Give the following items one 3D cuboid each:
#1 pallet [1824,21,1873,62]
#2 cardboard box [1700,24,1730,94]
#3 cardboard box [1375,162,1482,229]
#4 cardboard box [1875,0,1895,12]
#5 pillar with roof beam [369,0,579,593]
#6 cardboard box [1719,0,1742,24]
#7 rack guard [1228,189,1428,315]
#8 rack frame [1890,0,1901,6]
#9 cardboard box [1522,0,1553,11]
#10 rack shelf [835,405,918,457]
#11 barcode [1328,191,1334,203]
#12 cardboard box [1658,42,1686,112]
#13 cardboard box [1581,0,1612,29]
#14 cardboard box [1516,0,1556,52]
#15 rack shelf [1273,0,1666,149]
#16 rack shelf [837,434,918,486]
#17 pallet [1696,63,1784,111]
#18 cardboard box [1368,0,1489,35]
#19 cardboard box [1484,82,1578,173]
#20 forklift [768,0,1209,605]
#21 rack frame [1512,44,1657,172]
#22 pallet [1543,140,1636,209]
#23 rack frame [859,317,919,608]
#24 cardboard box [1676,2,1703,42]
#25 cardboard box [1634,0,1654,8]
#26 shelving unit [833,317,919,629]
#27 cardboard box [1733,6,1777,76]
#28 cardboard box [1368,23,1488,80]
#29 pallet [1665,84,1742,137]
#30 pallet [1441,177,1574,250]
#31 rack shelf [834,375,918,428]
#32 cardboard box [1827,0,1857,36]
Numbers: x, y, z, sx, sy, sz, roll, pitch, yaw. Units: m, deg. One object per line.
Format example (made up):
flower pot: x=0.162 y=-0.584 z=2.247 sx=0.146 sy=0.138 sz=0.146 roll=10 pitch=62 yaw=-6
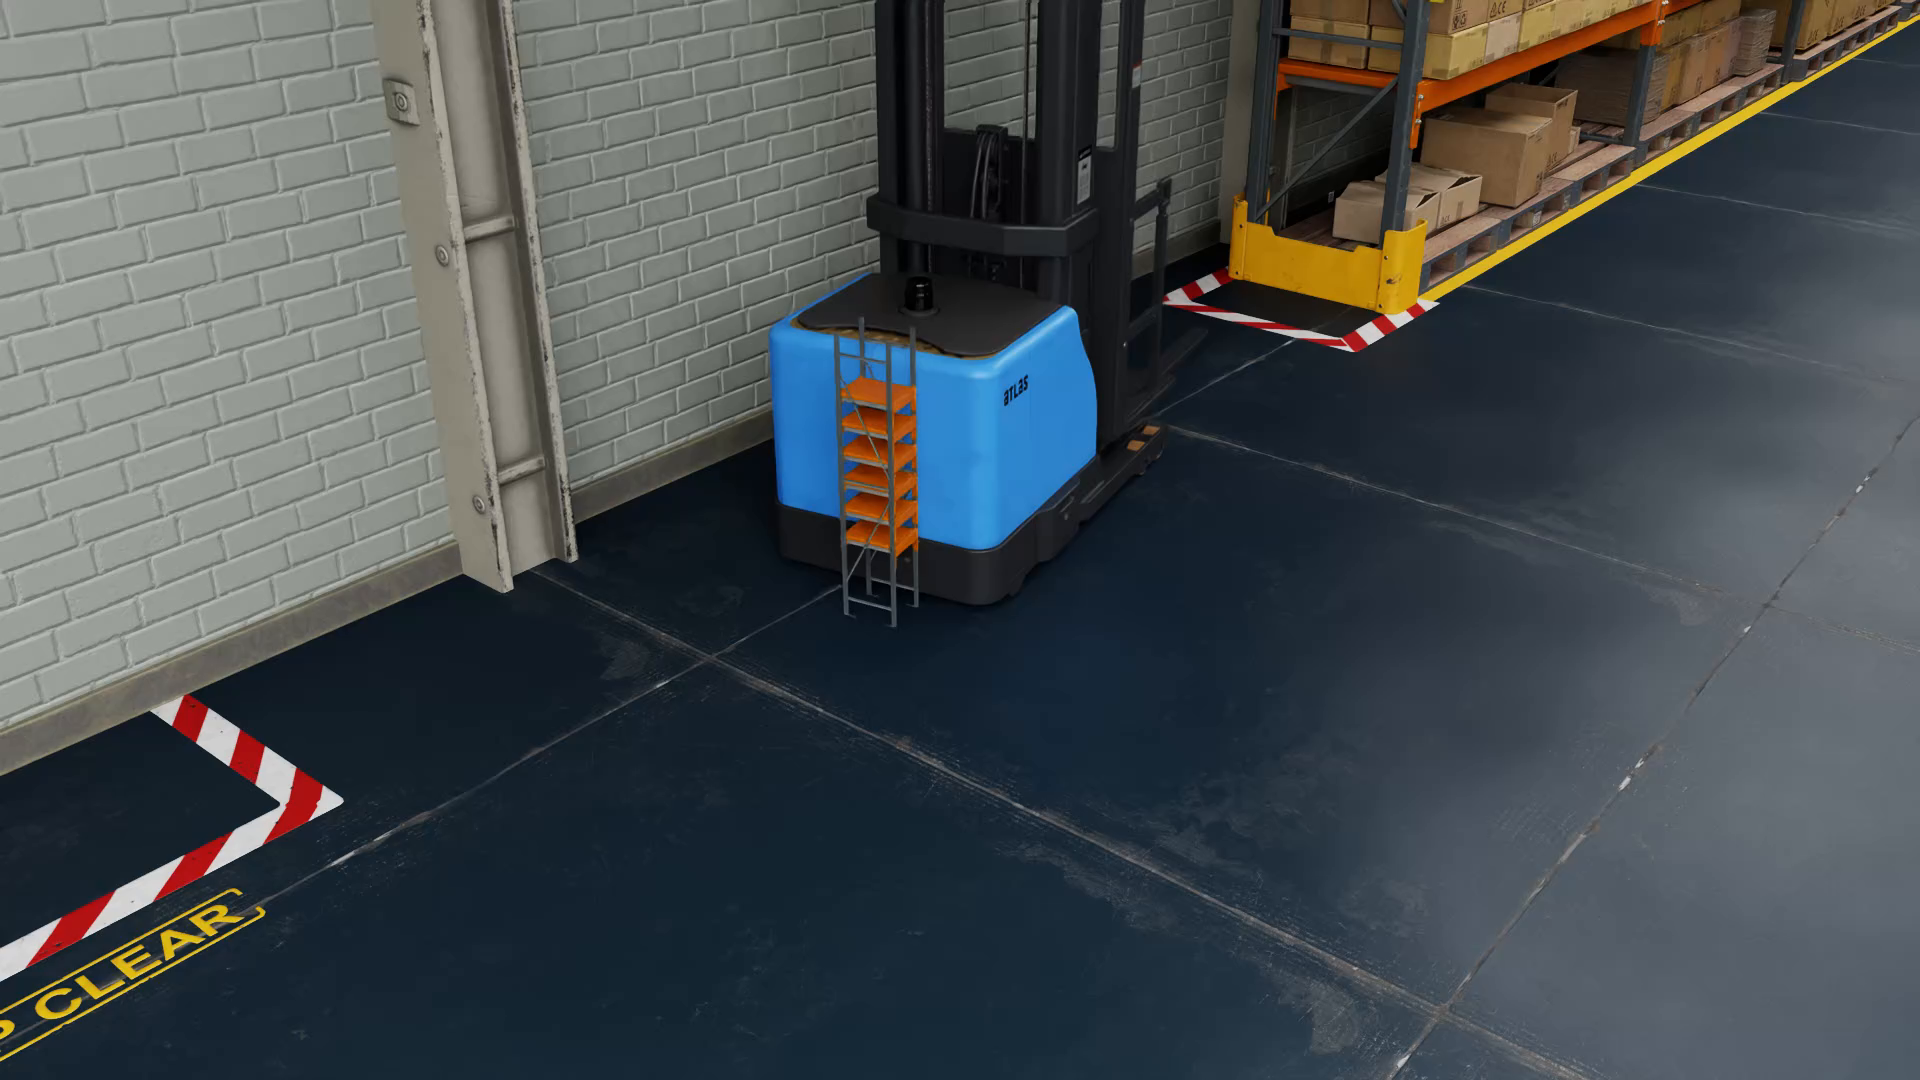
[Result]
pallet: x=8.595 y=-5.141 z=16.958 sx=1.003 sy=0.211 sz=1.213 roll=21 pitch=34 yaw=34
cardboard box: x=6.130 y=-4.173 z=14.294 sx=0.700 sy=0.500 sz=0.500 roll=21 pitch=34 yaw=34
cardboard box: x=3.043 y=-2.277 z=10.835 sx=0.500 sy=0.311 sz=0.500 roll=24 pitch=36 yaw=38
cardboard box: x=9.490 y=-6.073 z=17.607 sx=0.750 sy=0.750 sz=0.750 roll=21 pitch=34 yaw=35
pillar with roof beam: x=1.454 y=-2.635 z=2.550 sx=9.100 sy=9.000 sz=0.400 roll=21 pitch=34 yaw=34
cardboard box: x=6.431 y=-4.655 z=14.410 sx=0.500 sy=0.250 sz=0.500 roll=21 pitch=34 yaw=35
rack guard: x=2.219 y=-1.772 z=10.131 sx=1.175 sy=0.500 sz=0.348 roll=21 pitch=34 yaw=34
rack frame: x=9.804 y=-7.110 z=17.729 sx=1.000 sy=3.000 sz=0.127 roll=21 pitch=34 yaw=34
cardboard box: x=3.362 y=-3.566 z=10.203 sx=0.500 sy=0.500 sz=0.500 roll=19 pitch=33 yaw=33
rack shelf: x=-0.316 y=-0.419 z=6.328 sx=0.258 sy=0.103 sz=0.180 roll=13 pitch=30 yaw=24
barcode: x=2.383 y=-2.203 z=10.681 sx=0.001 sy=0.075 sz=0.075 roll=21 pitch=34 yaw=34
cardboard box: x=5.460 y=-3.822 z=13.616 sx=0.700 sy=0.500 sz=0.500 roll=20 pitch=33 yaw=33
cardboard box: x=4.016 y=-3.602 z=11.090 sx=0.500 sy=0.250 sz=0.500 roll=21 pitch=34 yaw=34
cardboard box: x=3.374 y=-3.245 z=10.399 sx=0.500 sy=0.250 sz=0.500 roll=20 pitch=34 yaw=34
rack shelf: x=3.443 y=-3.245 z=11.041 sx=1.077 sy=0.370 sz=4.000 roll=21 pitch=34 yaw=34
rack shelf: x=-0.316 y=-0.312 z=6.383 sx=0.258 sy=0.103 sz=0.180 roll=13 pitch=30 yaw=24
pallet: x=6.761 y=-4.176 z=15.093 sx=1.003 sy=0.211 sz=1.213 roll=21 pitch=34 yaw=34
cardboard box: x=2.706 y=-3.212 z=9.519 sx=0.500 sy=0.500 sz=0.500 roll=21 pitch=34 yaw=34
cardboard box: x=4.086 y=-2.979 z=11.985 sx=0.500 sy=0.500 sz=0.500 roll=18 pitch=32 yaw=31
forklift: x=0.348 y=-1.691 z=7.329 sx=1.130 sy=2.935 sz=3.031 roll=13 pitch=30 yaw=24
rack frame: x=4.715 y=-4.273 z=12.246 sx=1.000 sy=3.000 sz=0.127 roll=21 pitch=34 yaw=34
pallet: x=4.315 y=-2.786 z=12.406 sx=1.003 sy=0.211 sz=1.213 roll=21 pitch=34 yaw=34
rack frame: x=-0.274 y=-0.282 z=6.490 sx=0.240 sy=1.200 sz=0.006 roll=13 pitch=30 yaw=24
cardboard box: x=5.776 y=-4.300 z=13.723 sx=0.500 sy=0.250 sz=0.500 roll=20 pitch=33 yaw=33
cardboard box: x=4.648 y=-3.959 z=11.780 sx=0.500 sy=0.250 sz=0.500 roll=21 pitch=34 yaw=35
shelving unit: x=-0.316 y=-0.245 z=6.418 sx=0.258 sy=1.200 sz=0.189 roll=13 pitch=30 yaw=24
cardboard box: x=6.842 y=-4.506 z=14.938 sx=0.700 sy=0.500 sz=0.500 roll=21 pitch=34 yaw=35
cardboard box: x=2.726 y=-2.878 z=9.689 sx=0.500 sy=0.250 sz=0.500 roll=20 pitch=33 yaw=33
pallet: x=5.985 y=-3.746 z=14.261 sx=1.003 sy=0.211 sz=1.213 roll=21 pitch=34 yaw=34
pallet: x=3.539 y=-2.352 z=11.567 sx=1.003 sy=0.211 sz=1.213 roll=21 pitch=34 yaw=34
rack shelf: x=-0.316 y=-0.525 z=6.273 sx=0.258 sy=0.103 sz=0.180 roll=13 pitch=30 yaw=24
cardboard box: x=8.390 y=-5.454 z=16.411 sx=0.750 sy=0.750 sz=0.750 roll=21 pitch=34 yaw=34
